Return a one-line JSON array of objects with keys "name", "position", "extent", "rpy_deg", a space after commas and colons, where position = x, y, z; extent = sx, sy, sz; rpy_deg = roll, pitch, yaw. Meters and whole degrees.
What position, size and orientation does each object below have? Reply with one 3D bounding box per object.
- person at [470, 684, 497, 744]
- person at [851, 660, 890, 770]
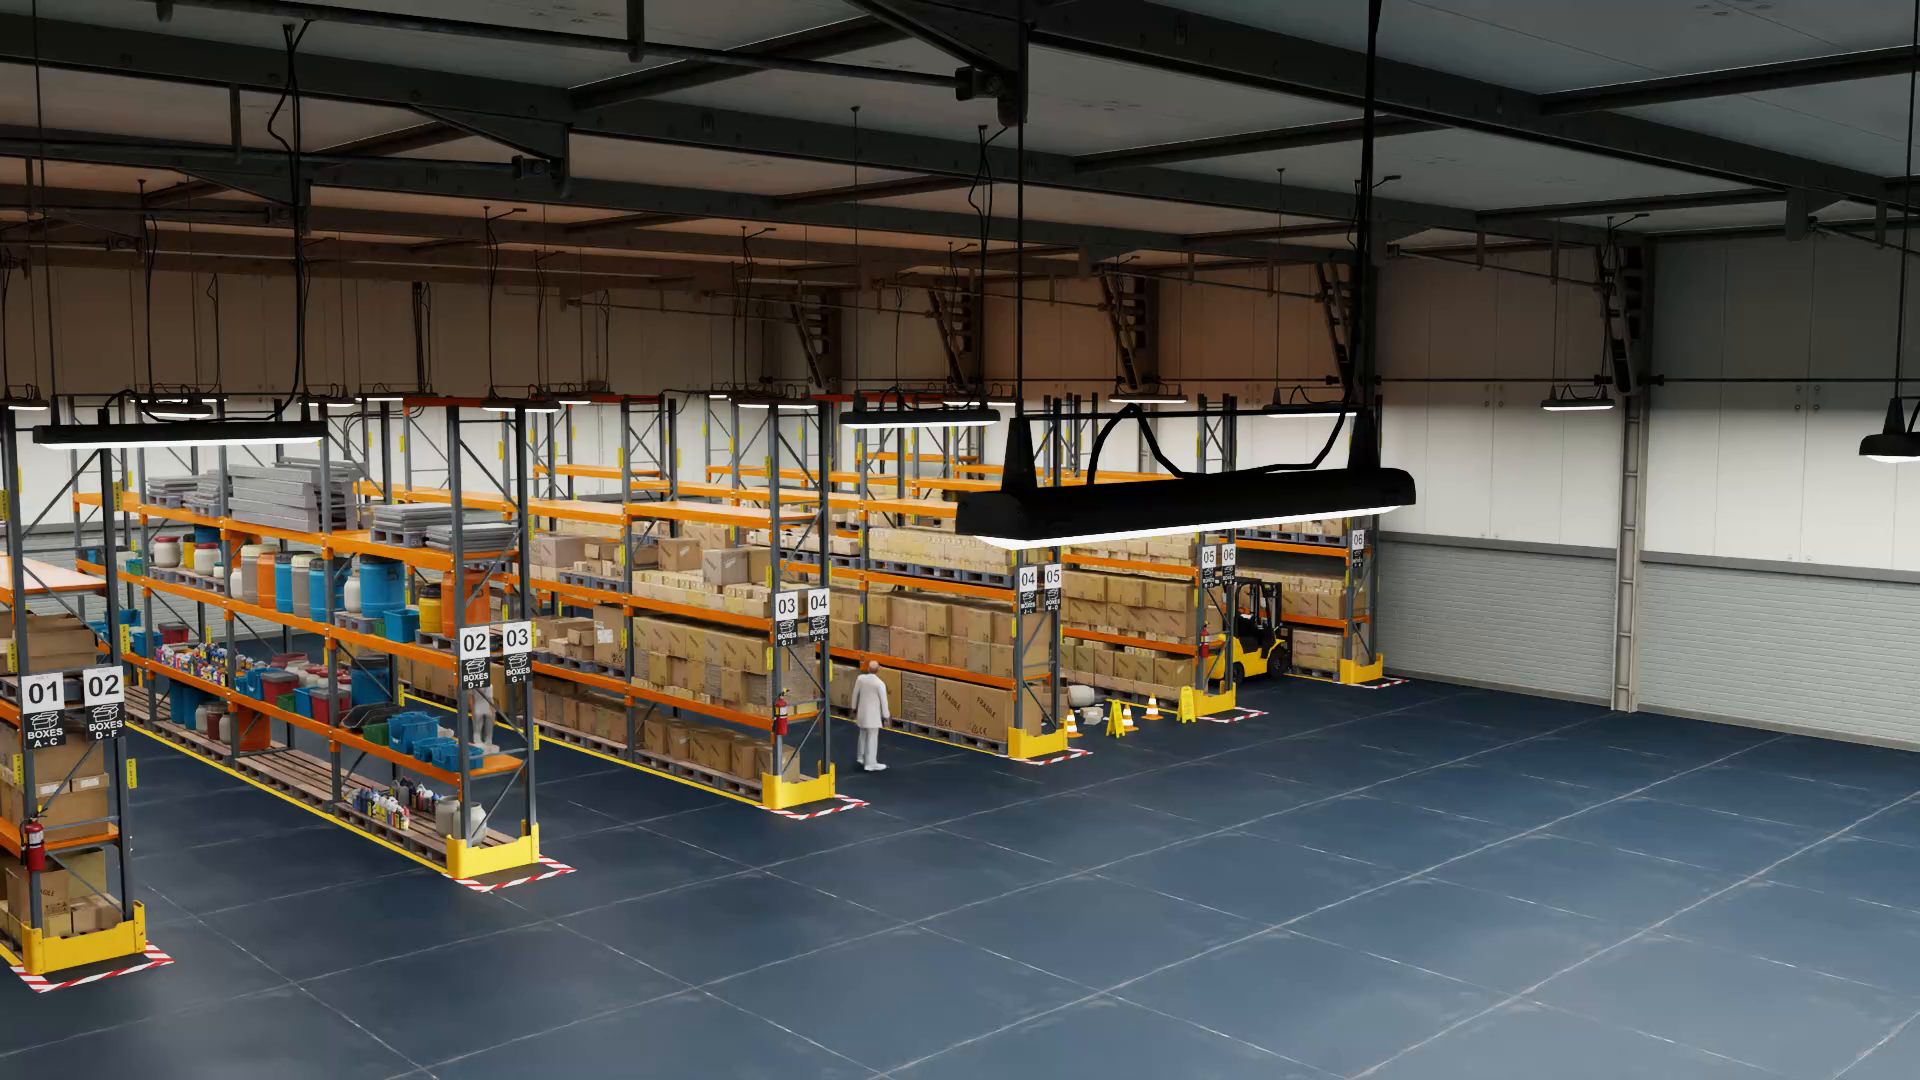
[{"name": "person", "position": [-7.792, 2.865, 27.152], "extent": [0.430, 1.663, 0.523], "rpy_deg": [-1, 6, -8]}, {"name": "person", "position": [-1.487, 2.855, 27.072], "extent": [0.717, 1.828, 0.529], "rpy_deg": [5, 7, 40]}]
